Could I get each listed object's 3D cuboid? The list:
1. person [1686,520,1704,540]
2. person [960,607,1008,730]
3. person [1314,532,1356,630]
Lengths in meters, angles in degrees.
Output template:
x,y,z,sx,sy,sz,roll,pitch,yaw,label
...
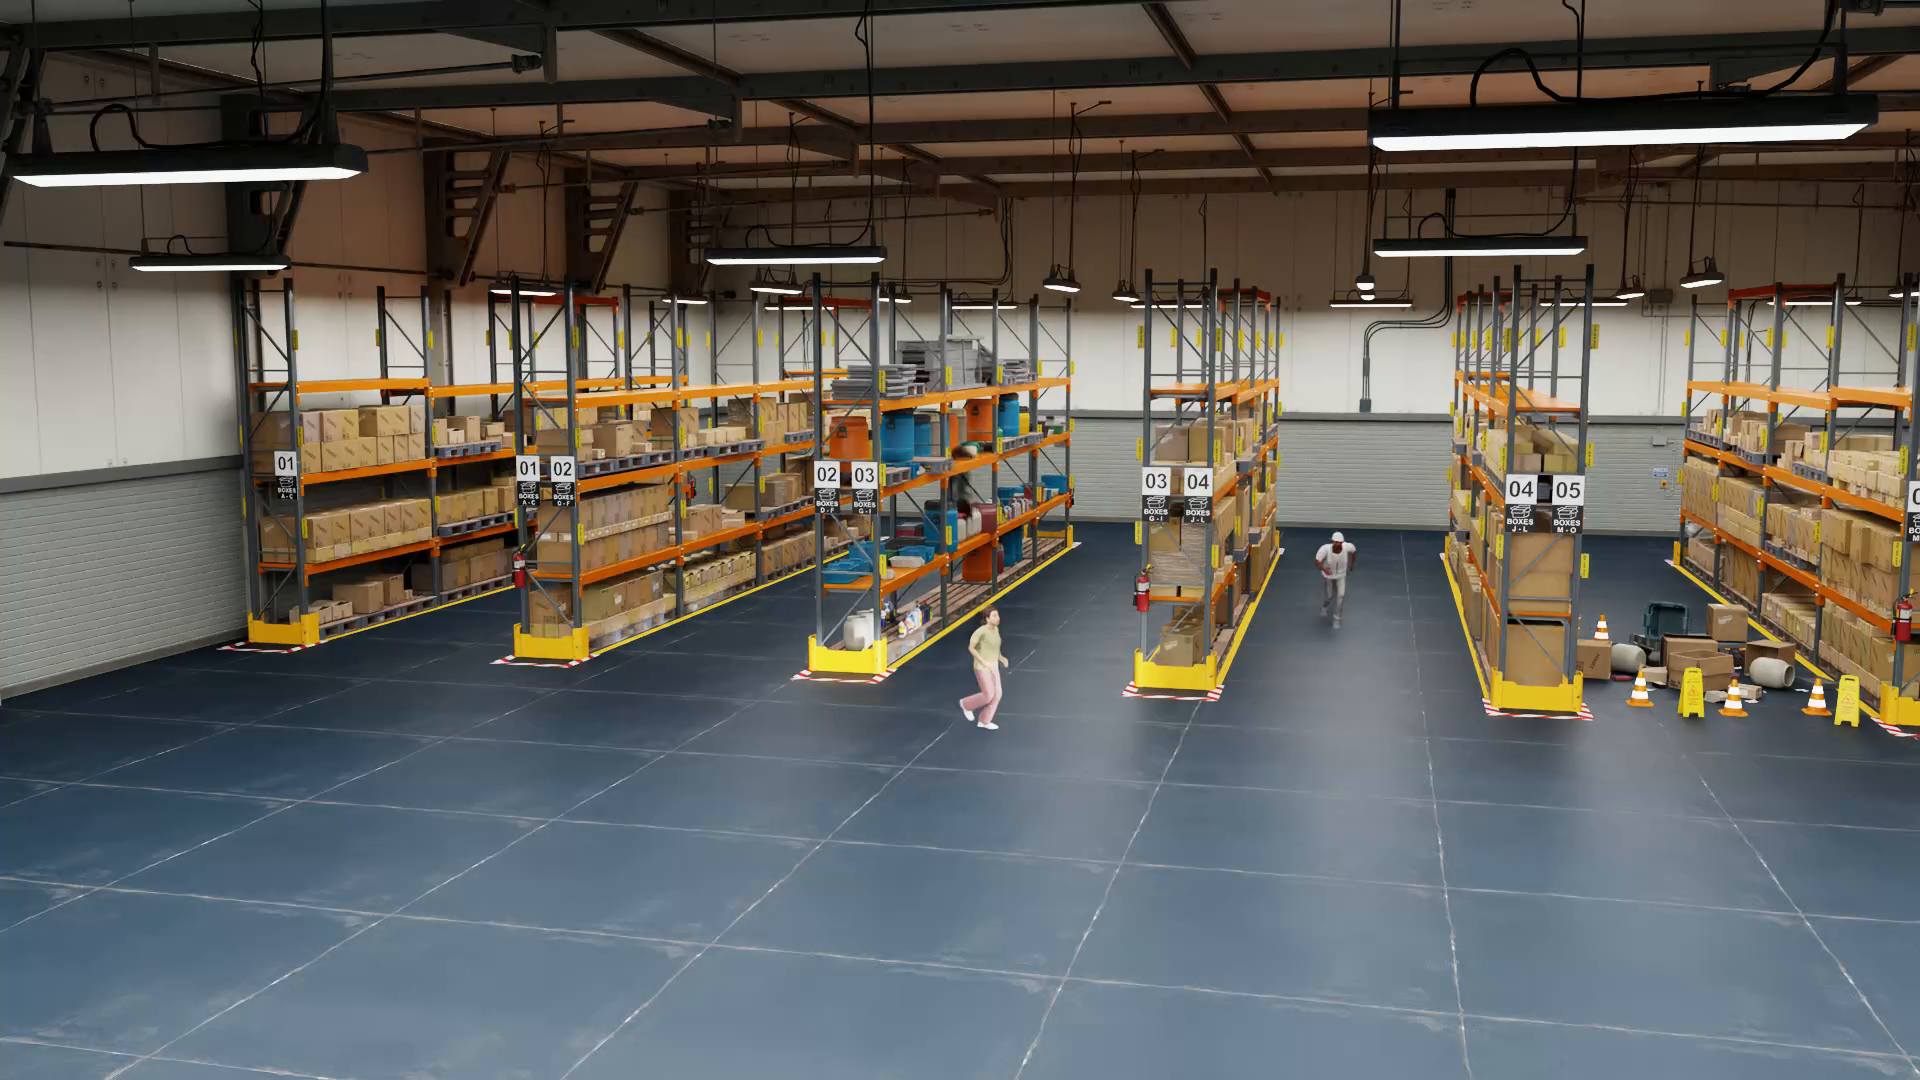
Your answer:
x,y,z,sx,sy,sz,roll,pitch,yaw,label
16.981,-0.415,38.128,0.604,1.716,0.765,3,7,21,person
0.275,1.642,21.533,0.593,1.604,0.582,5,9,39,person
6.590,0.672,29.347,0.746,1.713,1.050,0,7,-4,person
